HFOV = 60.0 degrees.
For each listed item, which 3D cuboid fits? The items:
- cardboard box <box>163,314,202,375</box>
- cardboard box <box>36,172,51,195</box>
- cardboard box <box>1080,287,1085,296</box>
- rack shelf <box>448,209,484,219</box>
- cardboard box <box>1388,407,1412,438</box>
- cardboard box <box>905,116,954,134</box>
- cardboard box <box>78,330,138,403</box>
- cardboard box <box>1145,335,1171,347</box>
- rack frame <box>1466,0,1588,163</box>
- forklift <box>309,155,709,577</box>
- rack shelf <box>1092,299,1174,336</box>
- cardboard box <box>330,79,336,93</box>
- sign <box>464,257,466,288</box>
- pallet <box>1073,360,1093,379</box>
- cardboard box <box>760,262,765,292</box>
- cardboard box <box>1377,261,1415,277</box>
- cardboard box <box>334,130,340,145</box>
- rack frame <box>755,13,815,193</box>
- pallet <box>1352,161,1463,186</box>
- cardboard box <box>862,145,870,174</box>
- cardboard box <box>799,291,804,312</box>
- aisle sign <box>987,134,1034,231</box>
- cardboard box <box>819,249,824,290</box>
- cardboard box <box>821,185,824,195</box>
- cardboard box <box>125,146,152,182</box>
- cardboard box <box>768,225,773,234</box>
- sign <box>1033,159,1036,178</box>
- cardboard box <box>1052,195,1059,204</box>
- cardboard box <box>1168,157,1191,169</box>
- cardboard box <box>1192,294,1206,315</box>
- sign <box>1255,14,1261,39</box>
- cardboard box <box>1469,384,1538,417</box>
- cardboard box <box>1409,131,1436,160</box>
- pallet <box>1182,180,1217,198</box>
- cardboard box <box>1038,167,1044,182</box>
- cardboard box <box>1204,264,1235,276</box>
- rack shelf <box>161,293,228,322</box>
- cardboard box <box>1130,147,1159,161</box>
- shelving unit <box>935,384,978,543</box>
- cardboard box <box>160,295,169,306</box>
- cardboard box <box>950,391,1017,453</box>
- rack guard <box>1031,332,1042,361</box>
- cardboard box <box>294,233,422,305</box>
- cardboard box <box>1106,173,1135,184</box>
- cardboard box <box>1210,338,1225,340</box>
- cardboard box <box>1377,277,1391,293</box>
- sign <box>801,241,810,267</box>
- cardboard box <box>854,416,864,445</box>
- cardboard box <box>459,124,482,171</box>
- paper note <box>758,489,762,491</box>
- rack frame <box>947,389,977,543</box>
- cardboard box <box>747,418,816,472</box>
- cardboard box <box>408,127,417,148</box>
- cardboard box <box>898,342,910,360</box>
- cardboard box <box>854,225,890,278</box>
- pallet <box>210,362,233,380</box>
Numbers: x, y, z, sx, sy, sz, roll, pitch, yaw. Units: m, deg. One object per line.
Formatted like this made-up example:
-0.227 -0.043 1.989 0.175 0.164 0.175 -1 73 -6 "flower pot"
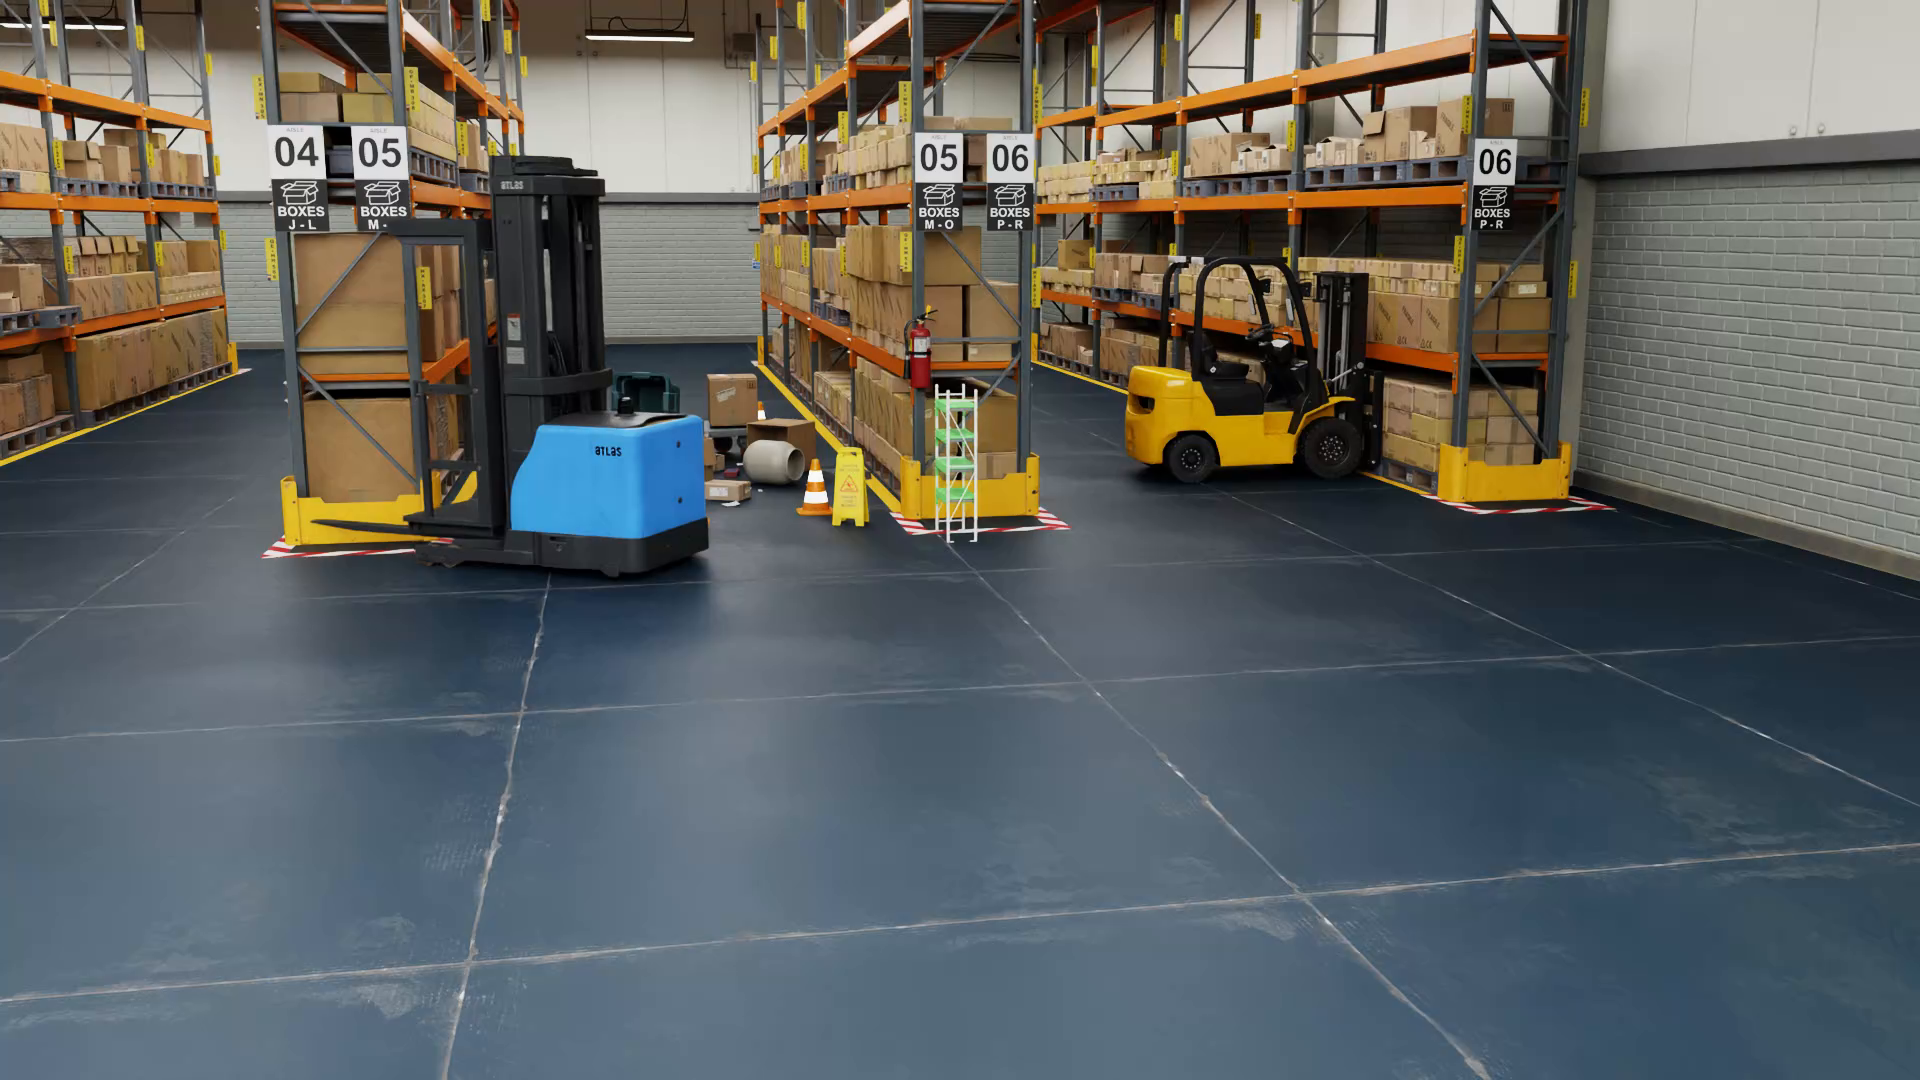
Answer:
-12.180 -2.977 25.376 0.875 0.875 0.875 -2 11 -11 "cardboard box"
-10.844 -4.114 19.166 0.500 0.250 0.500 -2 11 -11 "cardboard box"
2.178 -4.087 27.318 0.380 0.149 0.250 -2 11 -10 "cardboard box"
-7.459 -5.174 26.262 1.077 0.370 4.000 -2 11 -11 "rack shelf"
4.480 -1.138 16.046 0.500 0.250 0.500 -2 11 -12 "cardboard box"
-0.255 -3.478 13.966 0.380 0.149 0.250 -2 11 -10 "cardboard box"
-11.456 -2.246 21.532 1.225 0.875 0.875 -2 11 -11 "cardboard box"
2.921 -2.907 24.273 0.380 0.149 0.250 -2 11 -12 "cardboard box"
4.968 -4.813 14.419 1.000 3.000 0.127 -2 11 -11 "rack frame"
-3.461 -1.325 12.319 3.031 2.935 1.130 4 11 20 "forklift"
3.023 -3.347 24.683 1.077 0.370 4.000 -2 11 -11 "rack shelf"
-5.231 -3.626 13.352 0.380 0.149 0.250 -2 11 -10 "cardboard box"
-4.970 -2.705 16.858 0.100 0.325 0.005 -2 11 -11 "sign"
2.502 -2.823 27.466 1.003 0.211 1.213 -2 11 -11 "pallet"
-3.200 -4.570 28.919 0.500 0.500 0.500 -2 11 -11 "cardboard box"
4.345 -2.669 16.398 0.380 0.149 0.250 -2 11 -10 "cardboard box"
-5.232 -3.234 13.425 0.380 0.149 0.250 -2 11 -10 "cardboard box"
-3.012 -7.567 28.885 1.000 3.000 0.127 -2 11 -11 "rack frame"
4.615 -3.651 16.572 1.003 0.211 1.213 -2 11 -11 "pallet"
-0.667 -3.688 16.131 0.500 0.250 0.500 -2 11 -10 "cardboard box"
-1.924 -3.255 22.678 0.500 0.250 0.500 -2 11 -10 "cardboard box"
0.416 -2.962 13.784 0.394 0.787 0.004 -2 11 -11 "aisle sign"
-1.487 -3.368 20.682 0.500 0.500 0.500 -2 11 -8 "cardboard box"
-1.561 -4.439 21.144 0.380 0.149 0.250 -2 11 -11 "cardboard box"
-12.166 -5.445 24.102 0.700 0.500 0.500 -3 11 -14 "cardboard box"
-2.954 -5.117 27.385 0.380 0.149 0.250 -2 11 -12 "cardboard box"
1.324 -6.684 29.932 0.100 0.325 0.005 -2 11 -11 "sign"
1.806 -5.892 28.780 0.380 0.149 0.250 -2 11 -11 "cardboard box"
3.055 -5.128 22.632 0.380 0.149 0.250 -2 11 -9 "cardboard box"
3.352 -3.077 21.743 0.500 0.250 0.500 -2 11 -12 "cardboard box"
3.956 -6.838 22.135 0.100 0.325 0.005 -2 11 -11 "sign"
5.060 -1.308 15.604 0.500 0.250 0.500 -2 11 -12 "cardboard box"
4.460 -3.717 15.648 0.396 0.266 0.258 -2 11 -11 "cardboard box"
3.632 -4.593 21.789 1.213 0.211 1.003 -2 11 -8 "pallet"
1.696 -6.502 29.581 0.500 0.250 0.500 -2 11 -12 "cardboard box"
3.377 -3.490 21.506 0.380 0.149 0.250 -2 11 -10 "cardboard box"
-12.344 -3.539 25.692 1.077 0.370 4.000 -2 11 -11 "rack shelf"
2.845 -5.922 25.641 0.396 0.266 0.258 -2 11 -11 "cardboard box"
-0.032 -0.620 13.244 0.258 1.200 0.503 -2 11 -11 "shelving unit"
-11.686 -3.469 24.070 0.380 0.149 0.250 -2 11 -11 "cardboard box"
0.209 -1.071 15.029 0.500 0.500 0.500 -3 11 -13 "cardboard box"
1.871 -3.559 30.558 1.175 0.500 0.348 -2 11 -11 "rack guard"
-4.770 -2.160 13.235 0.875 0.550 0.550 -2 11 -11 "cardboard box"
2.429 -5.462 25.132 0.380 0.149 0.250 -2 11 -10 "cardboard box"
3.591 -2.787 23.646 0.380 0.149 0.250 -2 11 -9 "cardboard box"
4.353 -2.522 16.422 0.380 0.149 0.250 -2 11 -11 "cardboard box"
-2.000 -3.700 21.519 0.100 0.325 0.005 -2 11 -11 "sign"
-0.828 -1.156 17.480 0.500 0.250 0.500 -3 11 -14 "cardboard box"
-5.679 -4.423 18.734 0.500 0.500 0.500 -2 11 -11 "cardboard box"
-1.878 -0.467 15.625 0.032 0.001 0.123 -2 11 -11 "paper note"
0.015 -0.575 13.009 0.240 1.200 0.015 -2 11 -11 "rack frame"
-1.804 -0.946 16.823 0.500 0.500 0.500 6 12 28 "cardboard box"
-4.488 -3.167 13.071 0.380 0.149 0.250 -2 11 -11 "cardboard box"
-0.341 -1.665 14.594 0.380 0.149 0.250 -2 11 -12 "cardboard box"
-0.656 -2.829 16.301 0.700 0.500 0.500 -2 11 -12 "cardboard box"
-12.500 -2.746 27.057 1.003 0.211 1.213 -2 11 -11 "pallet"
